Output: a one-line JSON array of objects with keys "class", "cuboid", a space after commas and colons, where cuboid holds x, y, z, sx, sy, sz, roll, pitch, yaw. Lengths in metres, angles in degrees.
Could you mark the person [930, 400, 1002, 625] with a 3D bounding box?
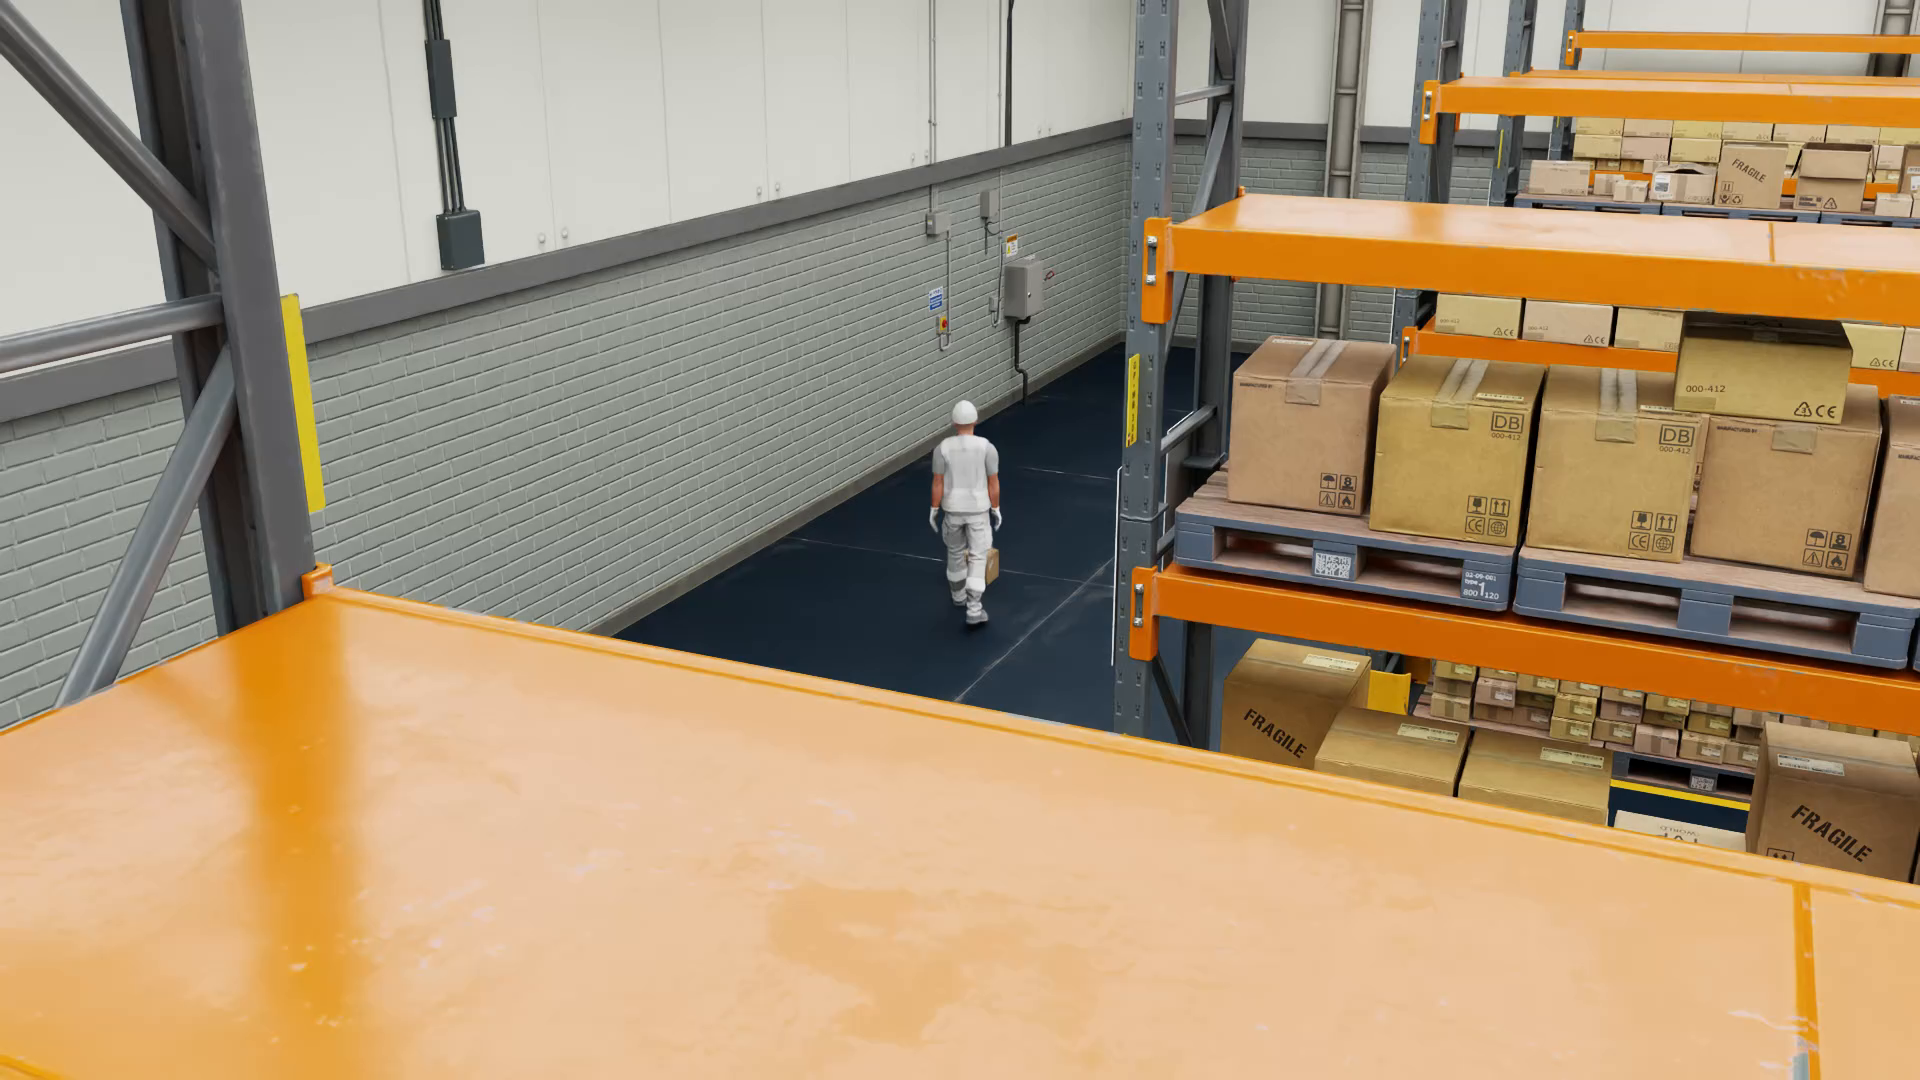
[{"class": "person", "cuboid": [0.055, -0.248, 13.265, 0.571, 1.784, 0.837, 3, 19, 7]}]
